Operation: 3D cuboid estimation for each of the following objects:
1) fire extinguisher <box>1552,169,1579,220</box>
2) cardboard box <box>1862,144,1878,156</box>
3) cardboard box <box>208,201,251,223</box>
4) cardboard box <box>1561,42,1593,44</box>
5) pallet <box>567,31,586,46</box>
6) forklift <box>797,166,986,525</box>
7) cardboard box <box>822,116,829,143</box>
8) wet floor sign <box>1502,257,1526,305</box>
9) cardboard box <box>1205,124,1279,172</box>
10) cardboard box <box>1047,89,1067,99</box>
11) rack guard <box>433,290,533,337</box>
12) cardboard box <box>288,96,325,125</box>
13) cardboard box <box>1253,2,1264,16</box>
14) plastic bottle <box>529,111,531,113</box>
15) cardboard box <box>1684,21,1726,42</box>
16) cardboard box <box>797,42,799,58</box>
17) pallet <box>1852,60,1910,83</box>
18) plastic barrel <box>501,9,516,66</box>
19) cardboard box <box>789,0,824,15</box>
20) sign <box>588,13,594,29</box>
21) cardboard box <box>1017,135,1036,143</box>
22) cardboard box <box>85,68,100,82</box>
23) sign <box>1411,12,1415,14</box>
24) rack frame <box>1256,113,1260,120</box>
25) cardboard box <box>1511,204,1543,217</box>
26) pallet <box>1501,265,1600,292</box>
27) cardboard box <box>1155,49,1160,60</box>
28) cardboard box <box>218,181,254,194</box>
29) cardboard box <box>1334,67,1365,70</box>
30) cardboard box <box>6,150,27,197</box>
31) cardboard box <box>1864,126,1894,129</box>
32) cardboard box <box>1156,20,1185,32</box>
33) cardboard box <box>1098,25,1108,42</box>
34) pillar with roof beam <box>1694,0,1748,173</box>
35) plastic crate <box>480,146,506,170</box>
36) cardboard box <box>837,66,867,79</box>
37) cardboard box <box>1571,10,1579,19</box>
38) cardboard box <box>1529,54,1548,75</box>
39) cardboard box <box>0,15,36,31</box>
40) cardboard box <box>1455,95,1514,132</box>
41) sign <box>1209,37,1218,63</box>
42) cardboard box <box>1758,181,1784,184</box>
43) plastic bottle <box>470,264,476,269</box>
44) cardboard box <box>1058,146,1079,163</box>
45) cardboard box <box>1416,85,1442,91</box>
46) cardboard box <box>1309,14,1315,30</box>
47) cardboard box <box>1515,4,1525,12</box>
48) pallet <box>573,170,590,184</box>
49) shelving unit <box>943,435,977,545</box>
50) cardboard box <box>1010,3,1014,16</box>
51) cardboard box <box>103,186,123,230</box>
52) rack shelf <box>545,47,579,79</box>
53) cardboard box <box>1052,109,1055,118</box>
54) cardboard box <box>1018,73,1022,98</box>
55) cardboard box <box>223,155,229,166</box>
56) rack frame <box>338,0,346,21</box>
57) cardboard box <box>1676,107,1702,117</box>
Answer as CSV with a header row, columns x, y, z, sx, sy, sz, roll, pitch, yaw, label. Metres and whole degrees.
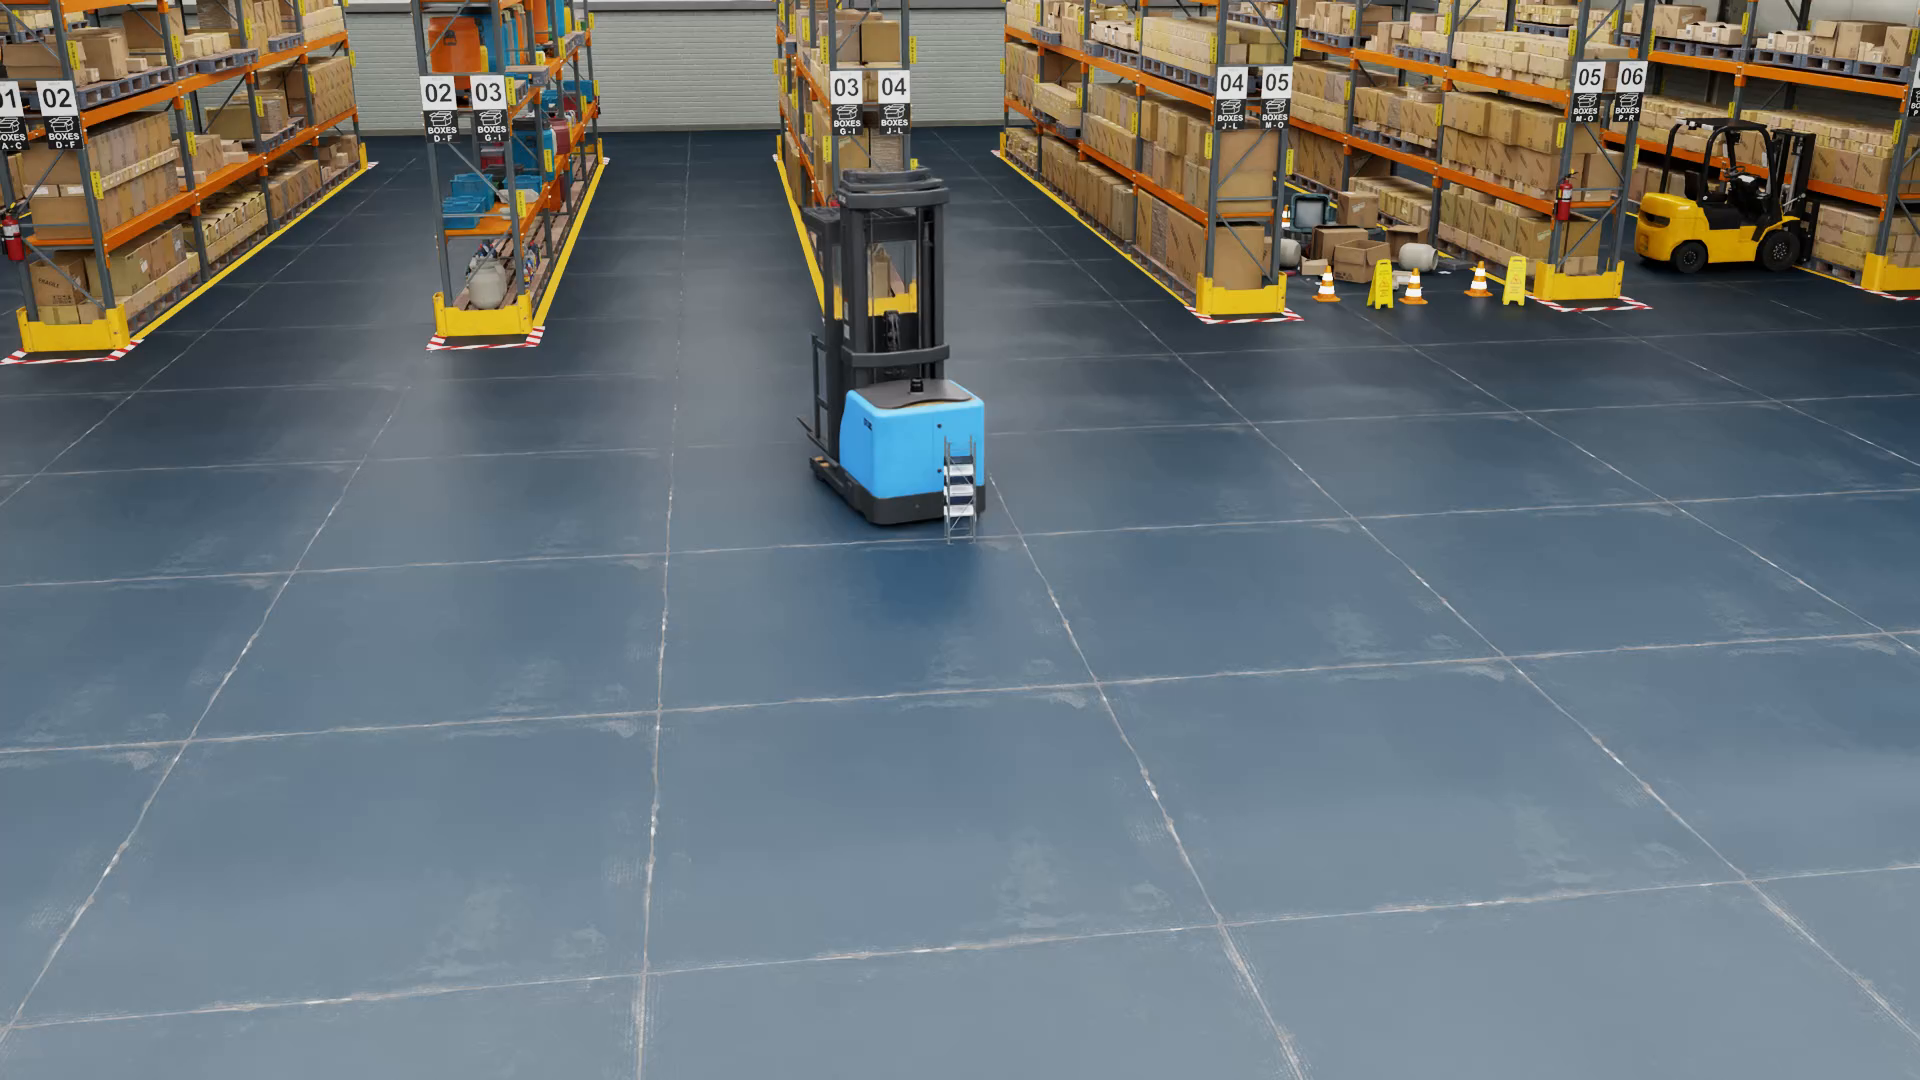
x,y,z,sx,sy,sz,roll,pitch,yaw,label
8.233,-4.701,22.627,0.296,0.674,0.183,-3,21,-8,fire extinguisher
13.190,-5.596,23.841,0.380,0.149,0.250,-3,21,-7,cardboard box
-11.620,-5.220,26.433,0.500,0.311,0.500,-3,21,-8,cardboard box
8.703,-6.942,23.449,0.380,0.149,0.250,-3,21,-8,cardboard box
-7.556,-9.256,30.694,1.213,0.211,1.003,-3,21,-8,pallet
-0.790,-1.986,15.345,1.130,2.935,3.031,-8,22,-20,forklift
-1.606,-5.479,22.602,0.500,0.500,0.500,-3,21,-8,cardboard box
7.641,-3.578,22.873,0.267,0.644,0.232,4,21,11,wet floor sign
3.773,-5.222,22.154,0.875,0.550,0.550,-3,21,-8,cardboard box
1.848,-8.421,31.384,0.380,0.149,0.250,-2,21,-6,cardboard box
-6.093,-2.904,21.276,1.175,0.500,0.348,-3,21,-8,rack guard
-12.471,-8.194,31.725,0.500,0.500,0.500,-2,21,-6,cardboard box
6.508,-11.330,35.092,0.500,0.500,0.500,-3,21,-7,cardboard box
-8.115,-7.956,31.398,0.061,0.283,0.133,-3,21,-8,plastic bottle
12.551,-8.548,27.913,0.500,0.311,0.500,-4,21,-10,cardboard box
-2.472,-8.230,27.891,0.500,0.250,0.500,-3,21,-7,cardboard box
13.507,-6.662,23.605,1.003,0.211,1.213,-3,21,-8,pallet
-6.995,-7.467,24.919,0.600,0.901,0.600,0,20,0,plastic barrel
-3.036,-10.419,32.652,0.700,0.500,0.500,-4,21,-11,cardboard box
-7.800,-10.980,35.190,0.100,0.325,0.005,-3,21,-8,sign
1.431,-8.542,35.424,0.380,0.149,0.250,-3,21,-7,cardboard box
-10.933,-5.768,20.645,0.380,0.149,0.250,-3,21,-8,cardboard box
8.056,-9.244,29.654,0.100,0.325,0.005,-3,21,-8,sign
6.366,-10.340,37.614,1.000,3.000,0.127,-3,21,-8,rack frame
8.179,-4.752,23.983,0.380,0.149,0.250,-2,21,-6,cardboard box
8.579,-3.803,24.098,1.003,0.211,1.213,-3,21,-8,pallet
3.037,-7.026,24.069,0.380,0.149,0.250,-3,21,-9,cardboard box
-12.458,-5.919,28.721,0.500,0.500,0.500,-2,21,-6,cardboard box
7.480,-8.795,31.904,0.500,0.500,0.500,-3,21,-7,cardboard box
-17.347,-6.677,30.279,0.750,0.750,0.750,-3,21,-7,cardboard box
13.606,-6.029,24.575,0.380,0.149,0.250,-2,21,-6,cardboard box
3.039,-7.398,23.927,0.380,0.149,0.250,-3,21,-9,cardboard box
2.594,-8.429,27.681,0.500,0.250,0.500,-2,21,-6,cardboard box
9.250,-10.009,28.154,9.100,9.000,0.400,-3,21,-8,pillar with roof beam
-6.985,-5.618,24.879,0.402,0.464,0.583,-3,21,-8,plastic crate
-1.405,-5.999,21.348,0.380,0.149,0.250,-4,21,-10,cardboard box
11.901,-10.036,31.733,0.380,0.149,0.250,-3,21,-8,cardboard box
8.274,-6.613,23.138,0.500,0.250,0.500,-3,21,-8,cardboard box
-17.408,-9.537,30.648,0.500,0.250,0.500,-3,21,-8,cardboard box
7.996,-6.499,25.332,0.700,0.500,0.500,-3,21,-7,cardboard box
3.249,-6.276,21.293,0.100,0.325,0.005,-3,21,-8,sign
13.269,-5.653,26.966,0.500,0.250,0.500,-3,21,-7,cardboard box
-6.743,-3.683,23.055,0.152,0.276,0.135,-3,21,-7,plastic bottle
2.136,-7.237,31.207,0.500,0.250,0.500,-2,21,-6,cardboard box
8.034,-7.705,28.463,0.380,0.149,0.250,-4,21,-10,cardboard box
6.859,-9.844,31.590,0.396,0.266,0.258,-1,21,-3,cardboard box
11.463,-10.752,33.620,0.380,0.149,0.250,-2,21,-6,cardboard box
-7.910,-7.152,33.063,1.003,0.211,1.213,-3,21,-8,pallet
-0.001,-0.424,14.066,0.258,0.900,0.210,-3,21,-8,shelving unit
1.364,-11.279,35.340,0.500,0.250,0.500,-3,21,-8,cardboard box
-11.073,-4.193,21.012,0.700,0.500,0.500,-2,21,-6,cardboard box
-7.477,-8.581,29.646,1.077,0.370,4.000,-3,21,-8,rack shelf
1.929,-7.957,30.991,0.380,0.149,0.250,-2,21,-6,cardboard box
1.513,-9.542,34.909,0.500,0.500,0.500,-3,21,-9,cardboard box
-11.851,-6.016,26.395,0.380,0.149,0.250,-1,21,-4,cardboard box
-13.244,-12.152,33.892,1.000,3.000,0.127,-3,21,-8,rack frame
12.524,-7.336,28.500,0.380,0.149,0.250,-3,21,-7,cardboard box
